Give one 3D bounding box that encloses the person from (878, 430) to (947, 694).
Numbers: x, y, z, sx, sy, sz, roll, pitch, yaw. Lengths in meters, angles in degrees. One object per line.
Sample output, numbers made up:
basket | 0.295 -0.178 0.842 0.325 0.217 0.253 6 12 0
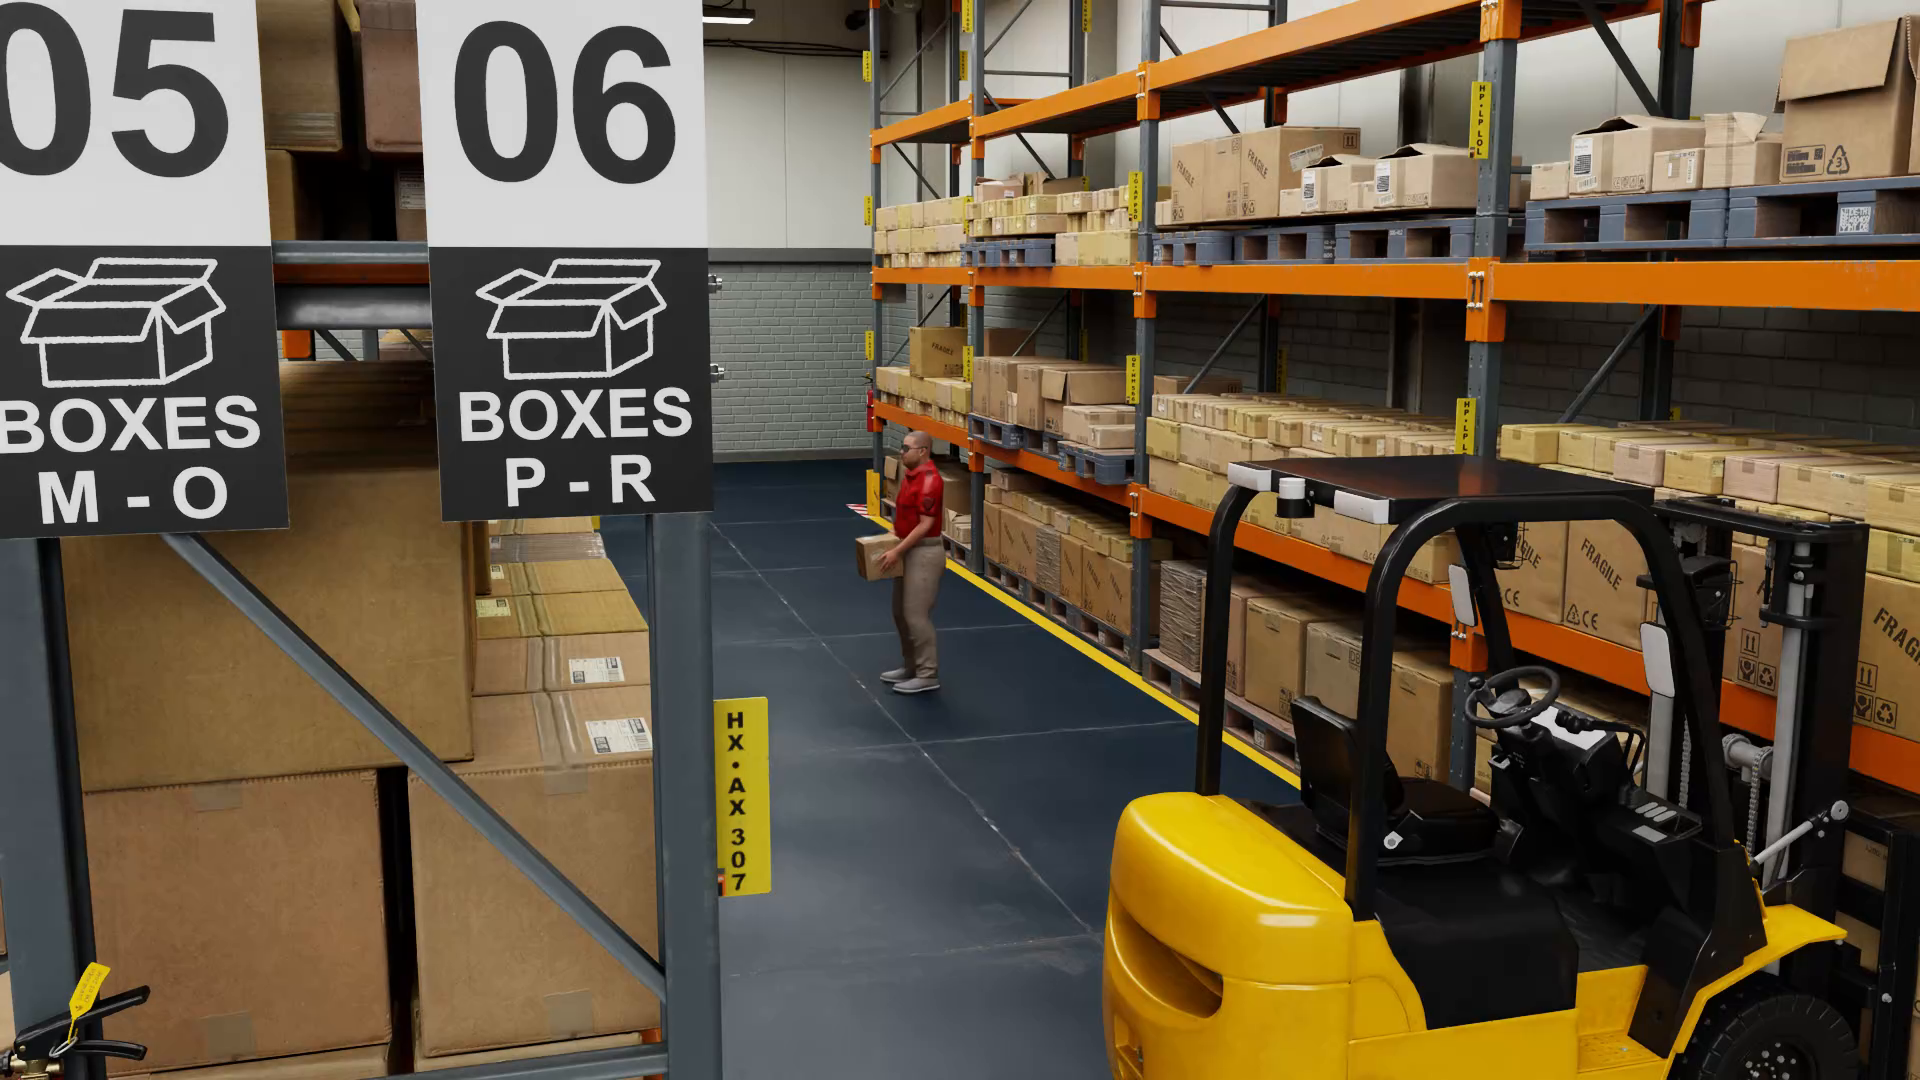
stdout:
person | -0.352 0.135 11.059 0.469 1.733 0.530 -3 10 -17
